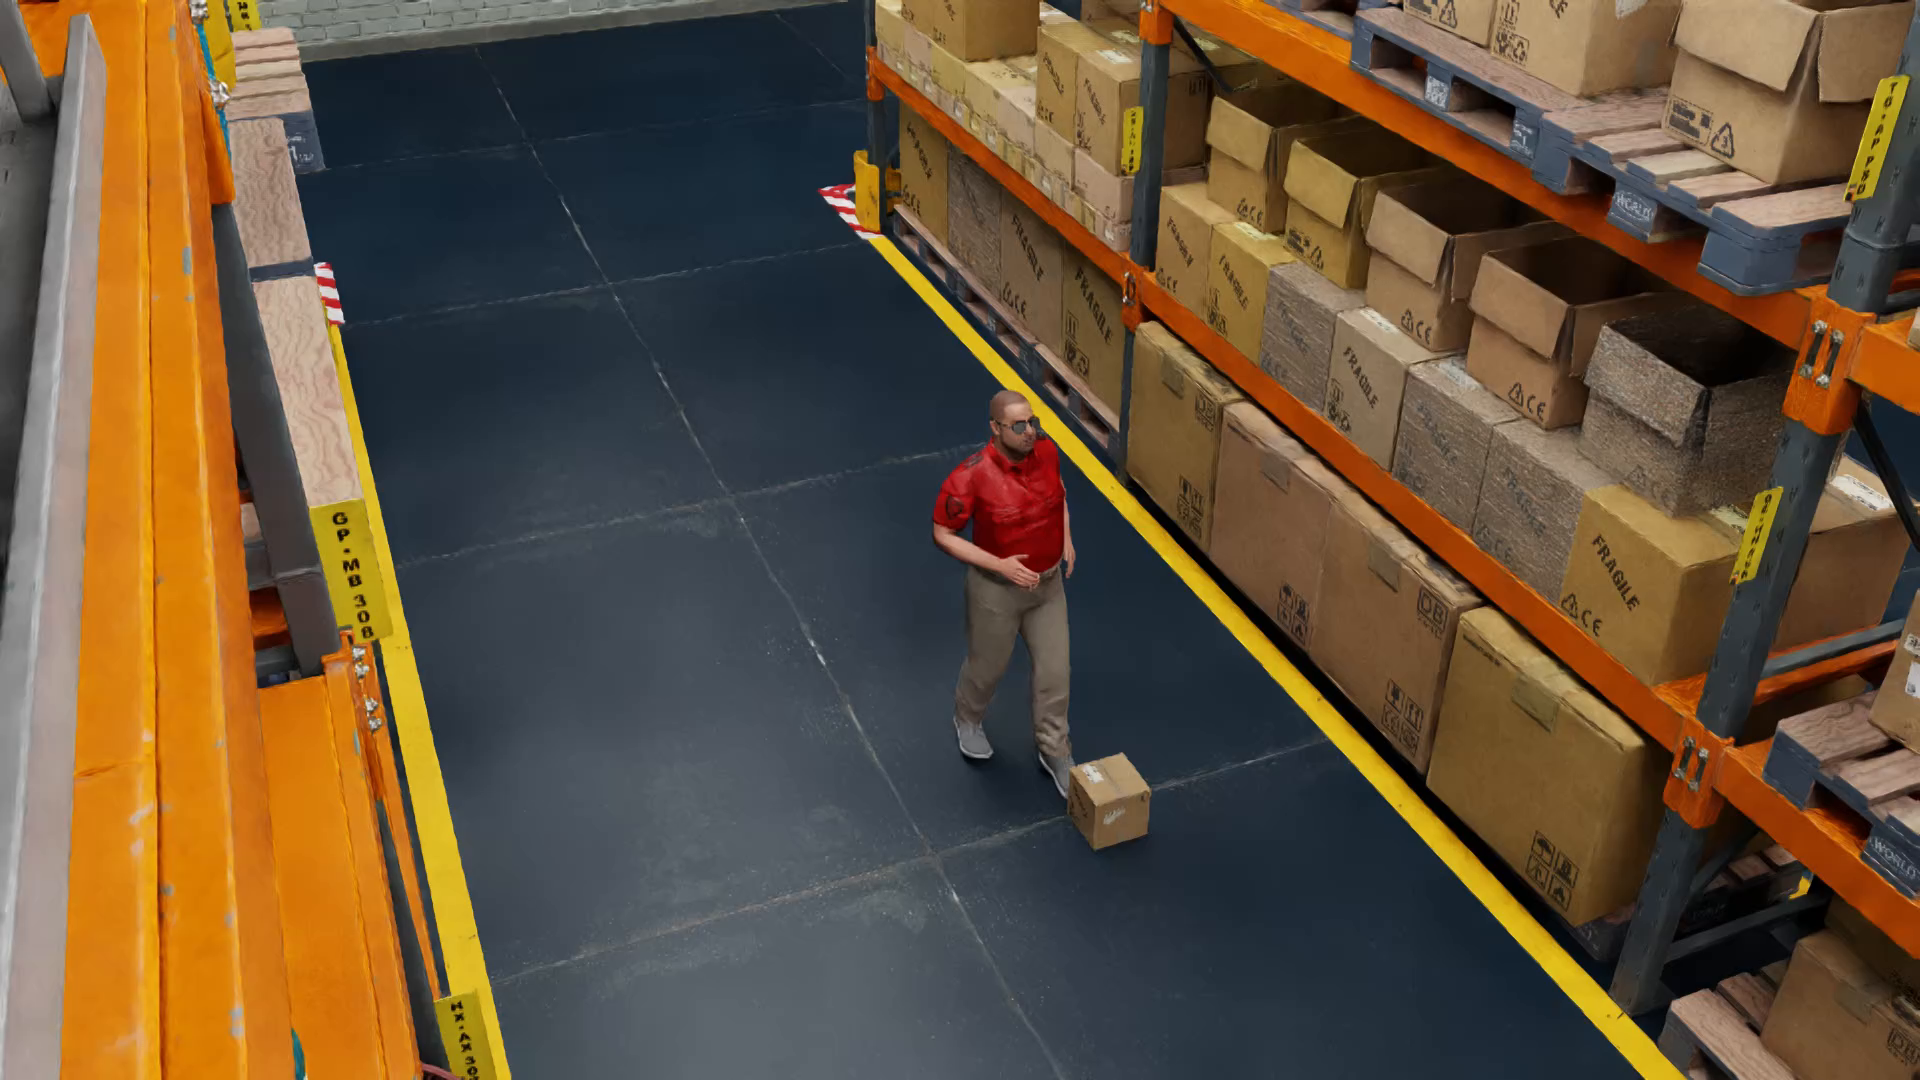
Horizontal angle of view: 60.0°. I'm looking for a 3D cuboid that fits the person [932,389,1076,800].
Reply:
[{"bbox_3d":[0.285,0.237,6.797,0.710,1.727,0.750,-20,38,-27],"label":"person"}]
